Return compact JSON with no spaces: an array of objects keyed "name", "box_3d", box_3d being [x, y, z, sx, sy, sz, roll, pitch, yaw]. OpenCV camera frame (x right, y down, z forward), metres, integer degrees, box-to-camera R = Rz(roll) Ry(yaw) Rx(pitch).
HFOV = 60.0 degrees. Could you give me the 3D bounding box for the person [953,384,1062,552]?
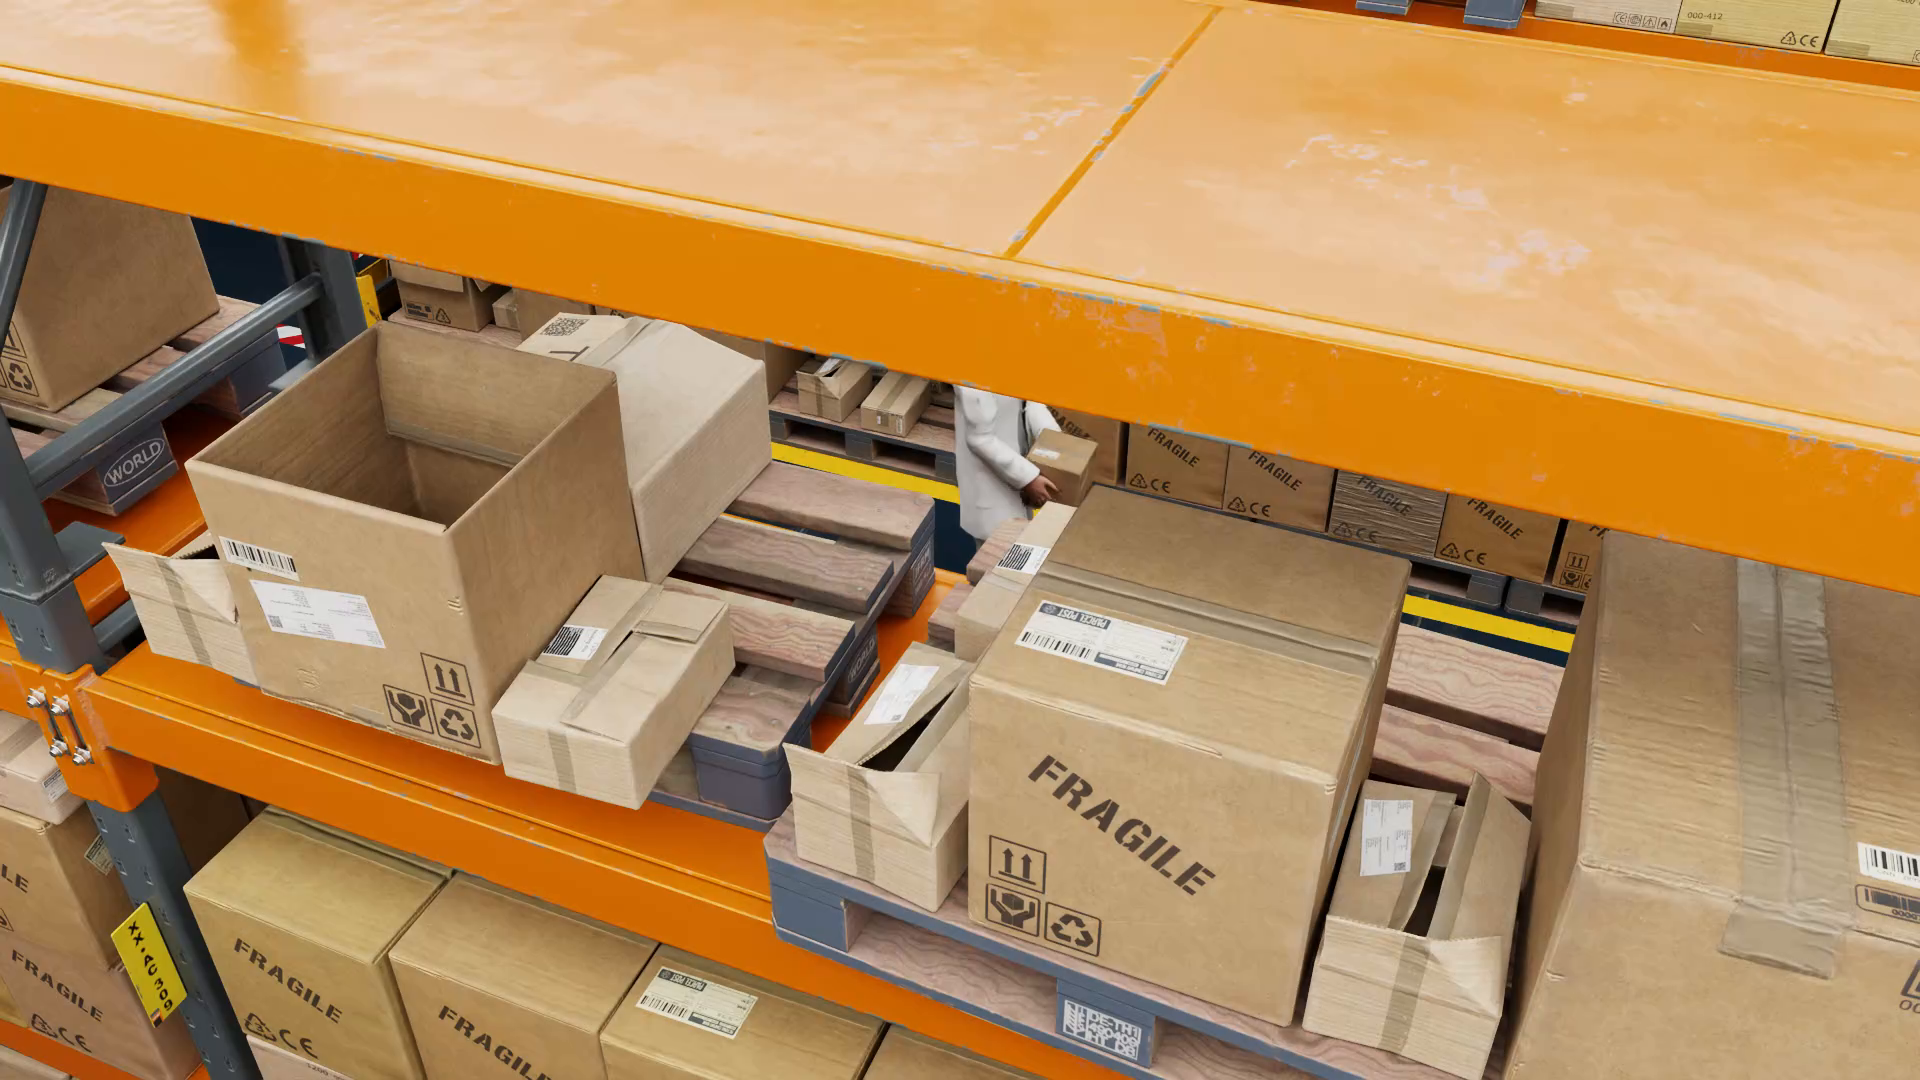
[{"name":"person","box_3d":[0.232,-0.301,7.225,0.489,1.783,0.569,13,39,16]}]
